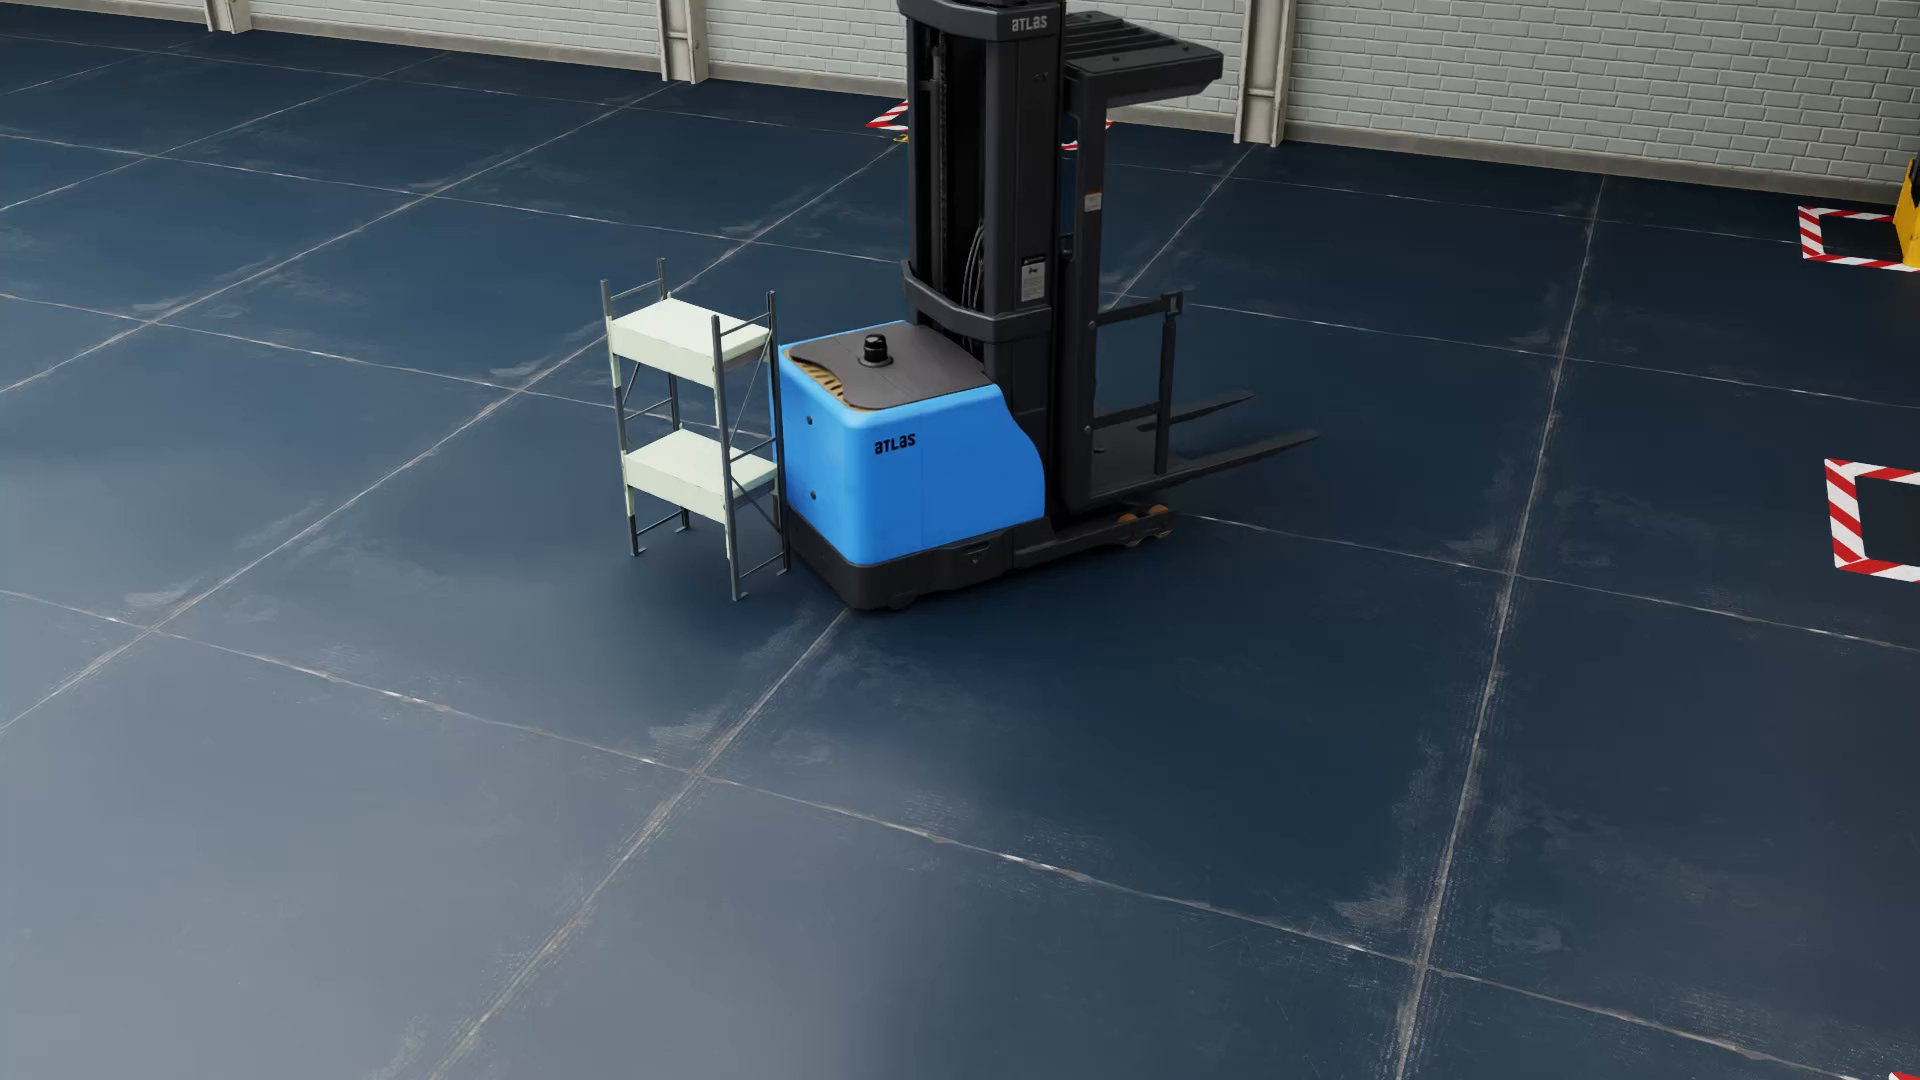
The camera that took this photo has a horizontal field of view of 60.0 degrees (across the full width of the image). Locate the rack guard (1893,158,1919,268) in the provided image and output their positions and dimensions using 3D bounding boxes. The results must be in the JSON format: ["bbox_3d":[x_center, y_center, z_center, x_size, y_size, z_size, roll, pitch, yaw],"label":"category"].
[{"bbox_3d":[7.388,-2.485,12.638,0.348,0.500,1.175,11,31,19],"label":"rack guard"}]

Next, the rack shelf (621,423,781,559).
[{"bbox_3d":[-1.283,-0.255,8.340,0.720,0.370,0.431,21,35,32],"label":"rack shelf"}]

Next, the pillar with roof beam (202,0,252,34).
[{"bbox_3d":[-10.006,-7.831,13.459,0.400,9.000,9.100,11,31,19],"label":"pillar with roof beam"}]

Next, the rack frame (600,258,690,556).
[{"bbox_3d":[-1.573,-0.649,8.374,0.023,1.500,0.400,21,35,32],"label":"rack frame"}]

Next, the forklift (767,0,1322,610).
[{"bbox_3d":[0.561,-1.453,8.341,3.031,2.935,1.130,-16,33,-26],"label":"forklift"}]

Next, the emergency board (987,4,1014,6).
[{"bbox_3d":[0.457,-5.437,15.320,0.643,1.169,0.194,11,31,19],"label":"emergency board"}]

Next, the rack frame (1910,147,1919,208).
[{"bbox_3d":[7.318,-3.587,12.048,0.127,3.000,1.000,11,31,19],"label":"rack frame"}]

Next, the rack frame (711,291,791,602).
[{"bbox_3d":[-0.992,-0.429,7.986,0.023,1.500,0.400,21,35,32],"label":"rack frame"}]

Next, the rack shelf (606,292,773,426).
[{"bbox_3d":[-1.283,-0.879,7.988,0.720,0.370,0.431,21,35,32],"label":"rack shelf"}]

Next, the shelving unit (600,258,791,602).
[{"bbox_3d":[-1.283,-0.539,8.180,0.755,1.500,0.431,21,35,32],"label":"shelving unit"}]

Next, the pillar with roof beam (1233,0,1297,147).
[{"bbox_3d":[1.114,-5.611,9.531,0.400,9.000,9.100,11,31,19],"label":"pillar with roof beam"}]

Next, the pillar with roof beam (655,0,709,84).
[{"bbox_3d":[-4.446,-6.721,11.495,0.400,9.000,9.100,11,31,19],"label":"pillar with roof beam"}]
